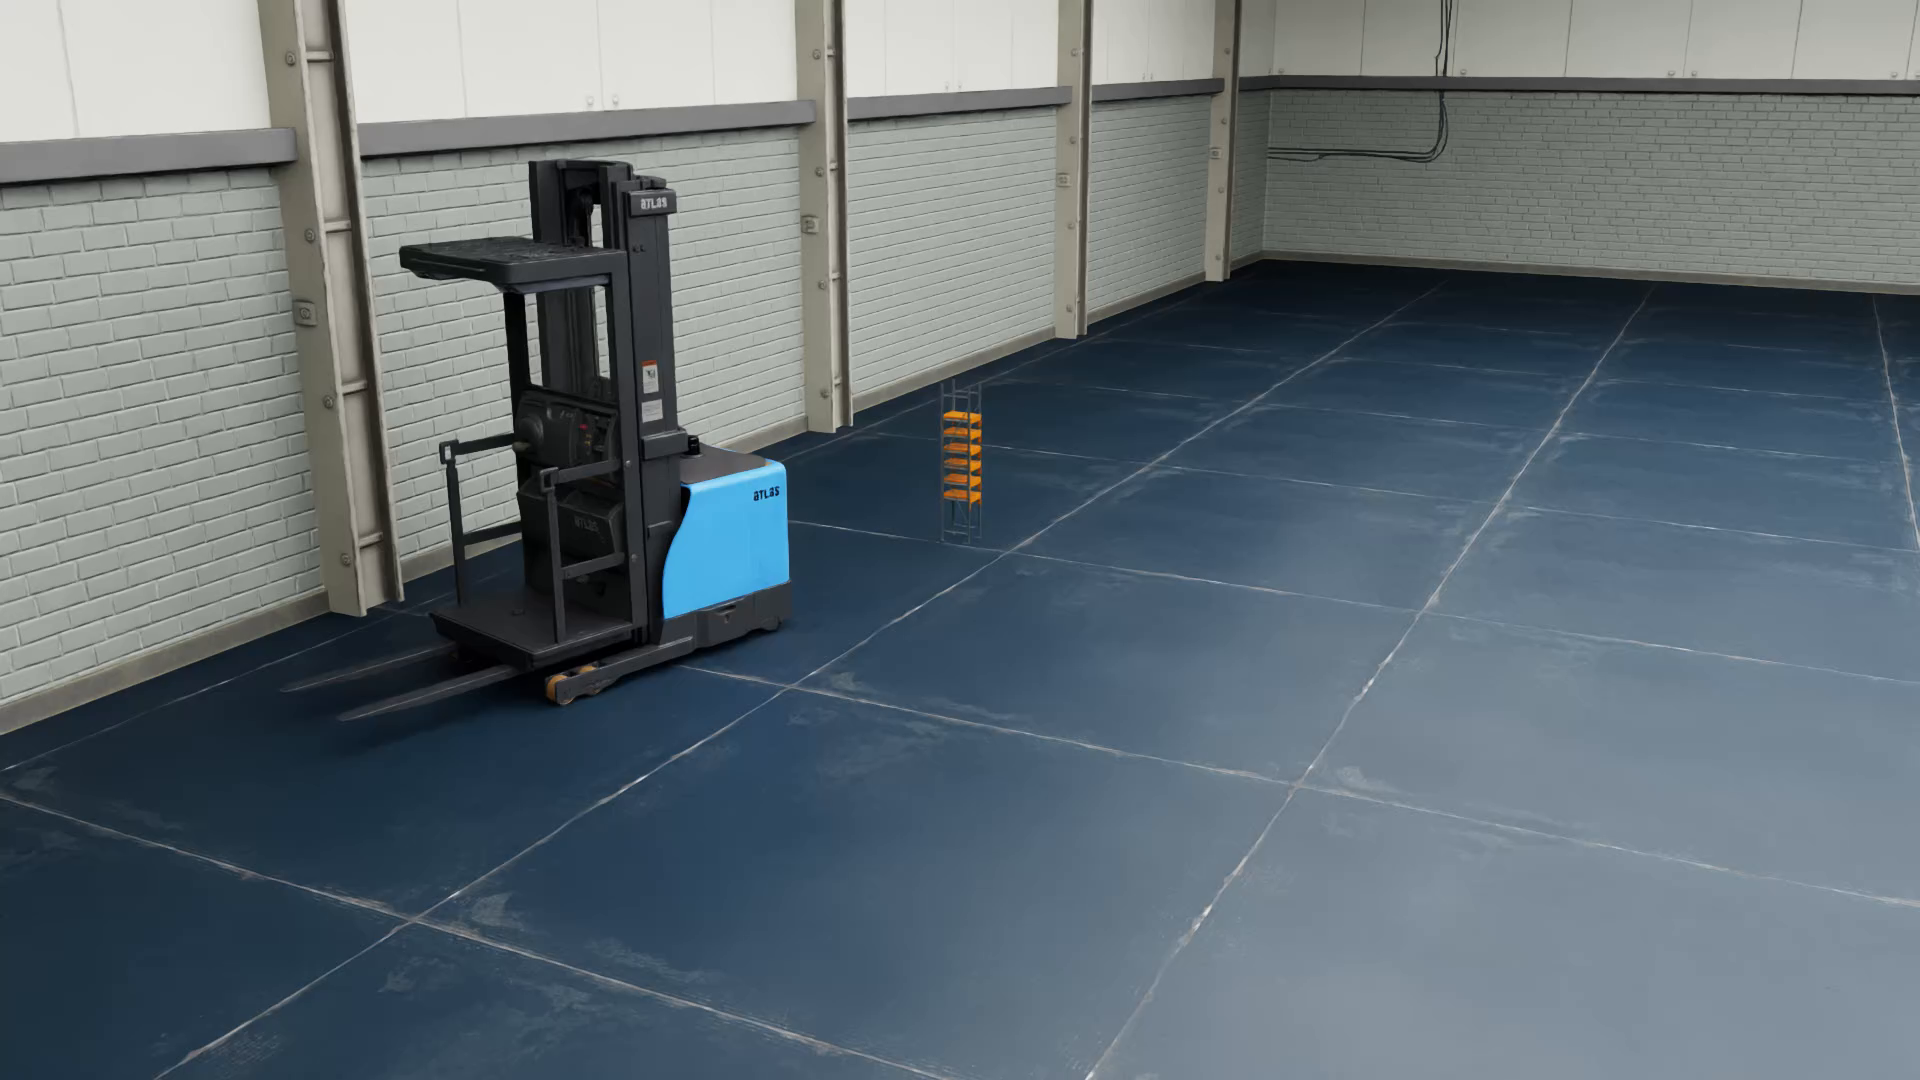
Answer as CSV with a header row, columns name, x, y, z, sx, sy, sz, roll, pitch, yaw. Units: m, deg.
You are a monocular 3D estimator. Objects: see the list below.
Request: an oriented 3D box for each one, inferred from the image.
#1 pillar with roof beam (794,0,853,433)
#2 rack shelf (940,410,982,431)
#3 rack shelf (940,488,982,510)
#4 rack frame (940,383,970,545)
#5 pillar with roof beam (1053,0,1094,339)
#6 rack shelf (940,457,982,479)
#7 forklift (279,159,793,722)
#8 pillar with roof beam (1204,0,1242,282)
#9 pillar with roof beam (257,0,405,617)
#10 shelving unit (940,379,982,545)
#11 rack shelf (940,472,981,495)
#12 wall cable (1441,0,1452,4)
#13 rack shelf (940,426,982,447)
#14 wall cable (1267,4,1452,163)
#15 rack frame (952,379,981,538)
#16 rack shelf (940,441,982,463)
name,x,y,z,sx,sy,sz,roll,pitch,yaw
pillar with roof beam,2.580,-4.861,13.087,9.100,9.000,0.400,8,18,25
rack shelf,0.006,-0.881,12.276,0.258,0.103,0.180,8,18,25
rack shelf,0.006,-0.306,12.447,0.258,0.103,0.180,8,18,25
rack frame,-0.034,-0.556,12.287,0.240,1.200,0.006,8,18,25
pillar with roof beam,5.261,-6.390,18.233,9.100,9.000,0.400,8,18,25
rack shelf,0.006,-0.536,12.379,0.258,0.103,0.180,8,18,25
forklift,-2.432,-0.637,9.523,1.130,2.935,3.031,14,22,40
pillar with roof beam,7.942,-7.918,23.378,9.100,9.000,0.400,8,18,25
pillar with roof beam,-0.101,-3.333,7.942,9.100,9.000,0.400,8,18,25
shelving unit,0.006,-0.579,12.366,0.258,1.200,0.189,8,18,25
rack shelf,0.006,-0.421,12.413,0.258,0.103,0.180,8,18,25
wall cable,9.010,-9.636,25.747,3.097,2.526,0.112,8,18,25
rack shelf,0.006,-0.766,12.310,0.258,0.103,0.180,8,18,25
wall cable,6.590,-7.559,27.624,3.097,2.526,0.112,8,18,25
rack frame,0.047,-0.602,12.444,0.240,1.200,0.006,8,18,25
rack shelf,0.006,-0.651,12.344,0.258,0.103,0.180,8,18,25
